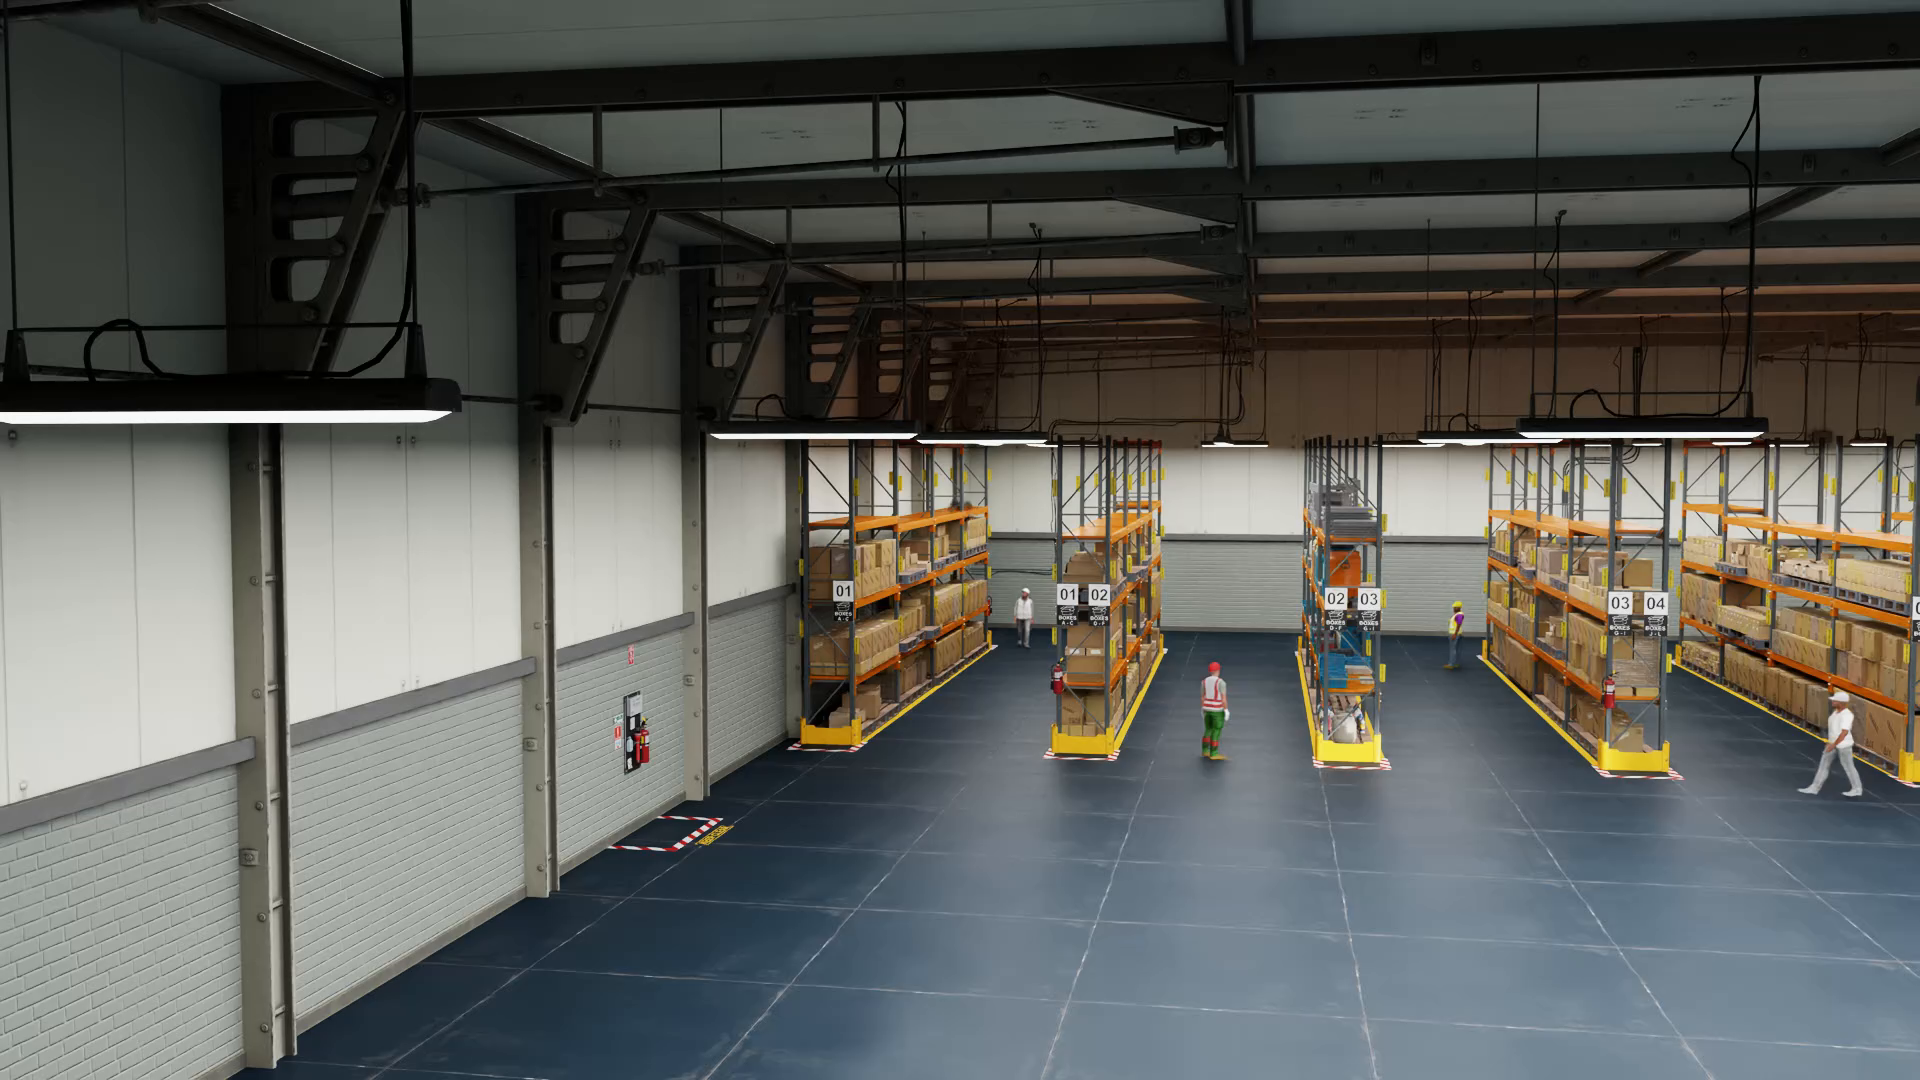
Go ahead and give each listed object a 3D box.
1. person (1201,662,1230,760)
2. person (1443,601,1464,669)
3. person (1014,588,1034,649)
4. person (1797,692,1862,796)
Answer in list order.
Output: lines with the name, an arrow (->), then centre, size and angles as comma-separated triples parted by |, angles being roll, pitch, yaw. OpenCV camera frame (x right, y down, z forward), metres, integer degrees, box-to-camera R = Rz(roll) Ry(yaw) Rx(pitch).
person -> 4.752, 3.178, 30.841 | 0.408, 1.825, 0.622 | -3, 4, -40
person -> 12.942, 2.487, 43.574 | 0.507, 1.763, 0.640 | 1, 3, 23
person -> 1.850, 2.268, 48.144 | 0.593, 1.726, 0.951 | 0, 3, 0
person -> 14.377, 3.355, 27.324 | 0.959, 1.720, 0.562 | 0, 3, -5
